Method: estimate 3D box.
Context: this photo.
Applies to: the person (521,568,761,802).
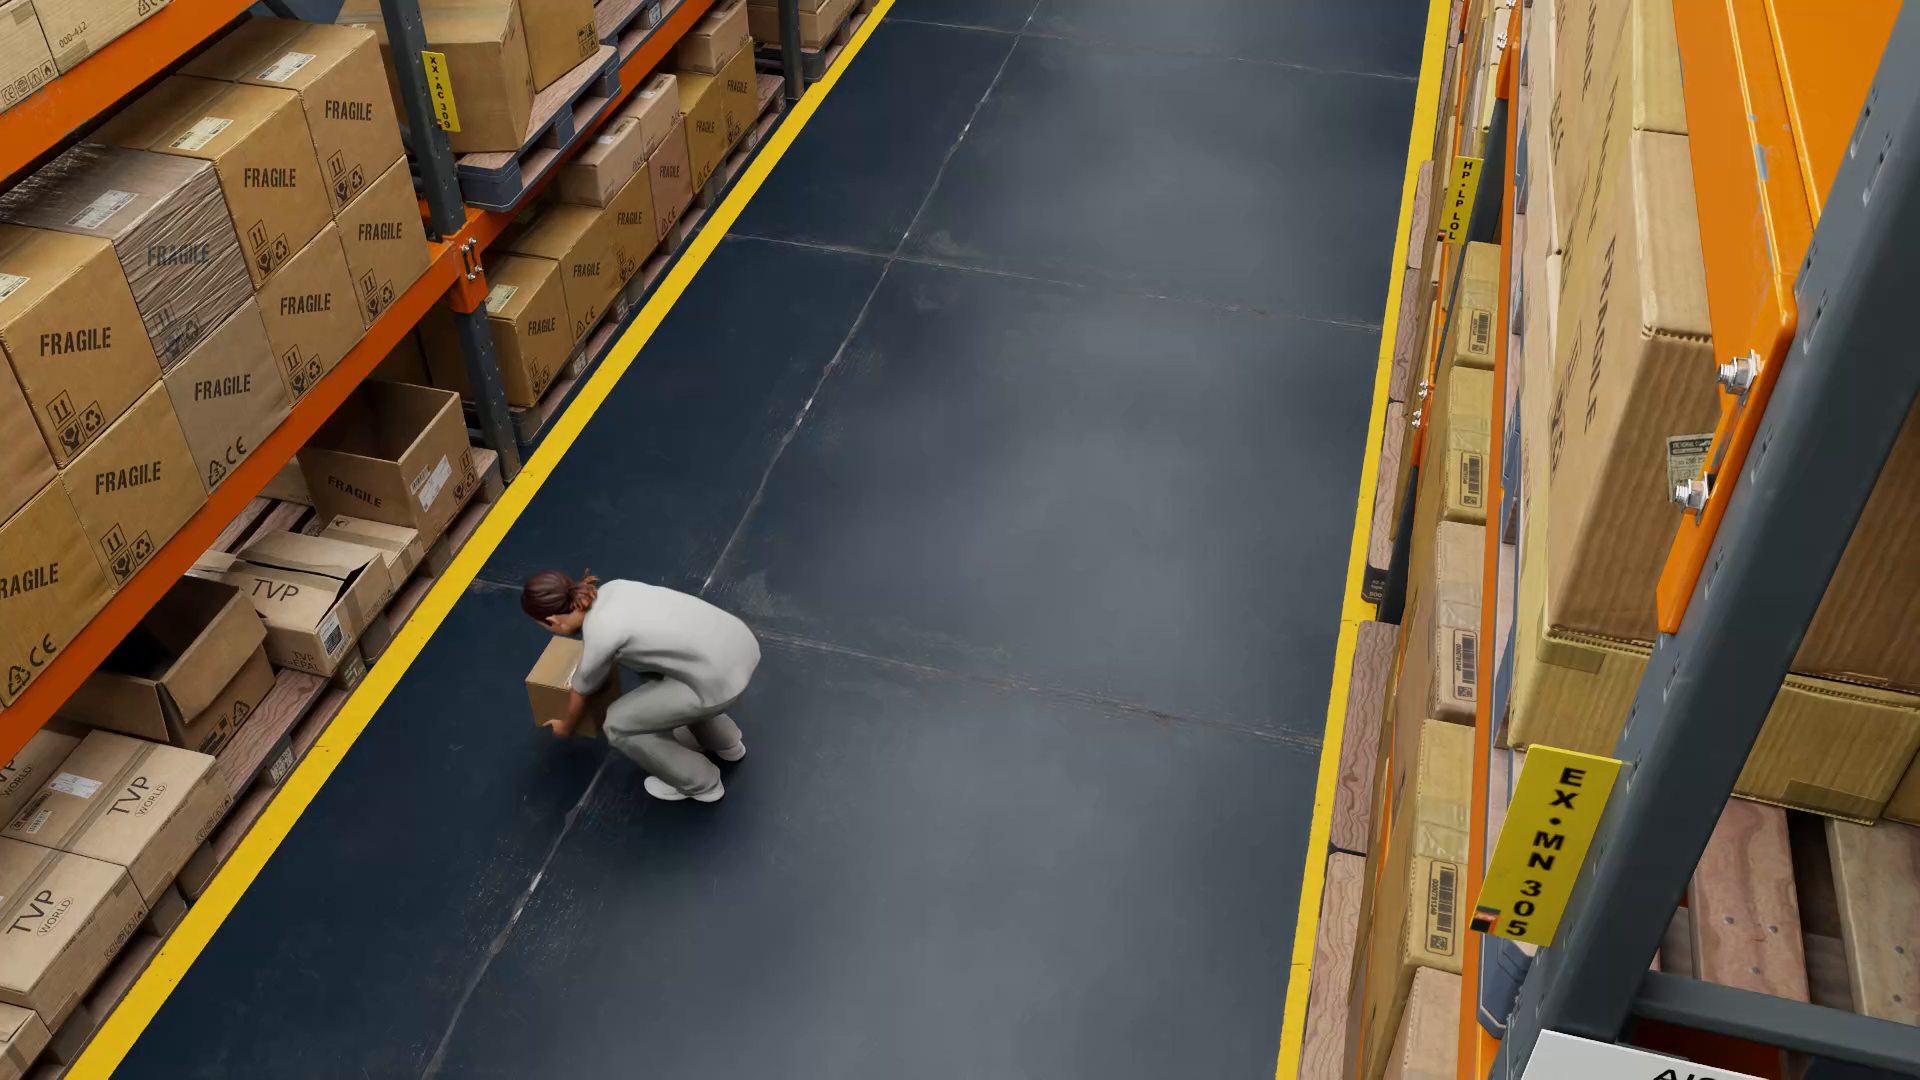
[{"bbox_3d":[-1.151,0.513,6.132,0.842,0.943,0.472,9,42,10],"label":"person"}]
